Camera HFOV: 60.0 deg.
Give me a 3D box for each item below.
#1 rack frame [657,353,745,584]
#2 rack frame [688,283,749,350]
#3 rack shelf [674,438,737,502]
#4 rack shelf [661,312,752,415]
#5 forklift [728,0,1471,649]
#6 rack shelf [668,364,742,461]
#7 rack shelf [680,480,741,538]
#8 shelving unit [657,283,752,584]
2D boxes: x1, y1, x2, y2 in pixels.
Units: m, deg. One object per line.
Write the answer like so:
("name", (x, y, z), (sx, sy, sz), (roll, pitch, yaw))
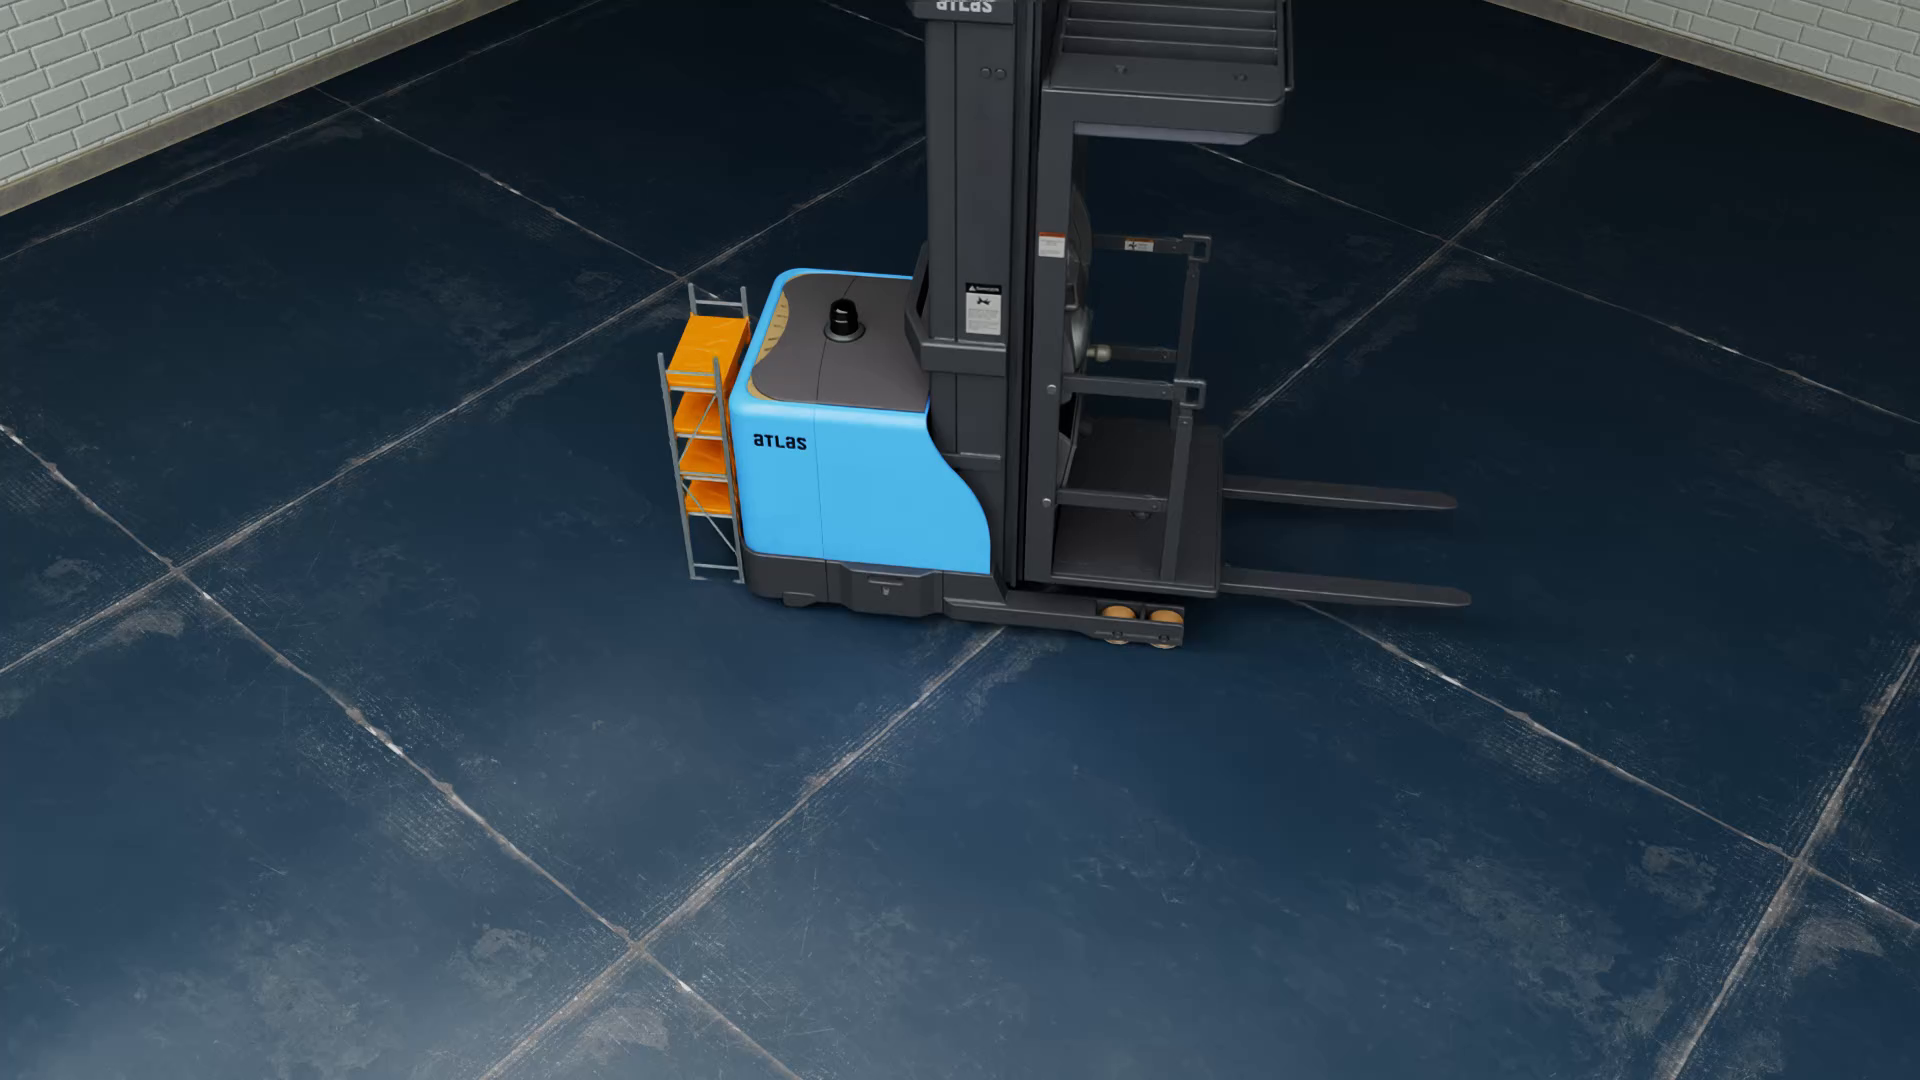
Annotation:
("rack frame", (-1.053, -0.268, 6.836), (0.240, 1.200, 0.015), (5, 42, 5))
("rack frame", (-0.993, -0.594, 7.194), (0.240, 1.200, 0.015), (5, 42, 5))
("rack shelf", (-1.023, -0.382, 7.060), (0.258, 0.148, 0.480), (5, 42, 5))
("rack shelf", (-1.023, -0.722, 6.750), (0.258, 0.148, 0.480), (5, 42, 5))
("forklift", (0.639, -1.015, 6.370), (3.031, 2.935, 1.130), (5, 43, 6))
("rack shelf", (-1.023, -0.547, 6.909), (0.258, 0.148, 0.480), (5, 42, 5))
("rack shelf", (-1.023, -0.235, 7.194), (0.258, 0.148, 0.480), (5, 42, 5))
("shelving unit", (-1.023, -0.431, 7.015), (0.258, 1.200, 0.503), (5, 42, 5))
